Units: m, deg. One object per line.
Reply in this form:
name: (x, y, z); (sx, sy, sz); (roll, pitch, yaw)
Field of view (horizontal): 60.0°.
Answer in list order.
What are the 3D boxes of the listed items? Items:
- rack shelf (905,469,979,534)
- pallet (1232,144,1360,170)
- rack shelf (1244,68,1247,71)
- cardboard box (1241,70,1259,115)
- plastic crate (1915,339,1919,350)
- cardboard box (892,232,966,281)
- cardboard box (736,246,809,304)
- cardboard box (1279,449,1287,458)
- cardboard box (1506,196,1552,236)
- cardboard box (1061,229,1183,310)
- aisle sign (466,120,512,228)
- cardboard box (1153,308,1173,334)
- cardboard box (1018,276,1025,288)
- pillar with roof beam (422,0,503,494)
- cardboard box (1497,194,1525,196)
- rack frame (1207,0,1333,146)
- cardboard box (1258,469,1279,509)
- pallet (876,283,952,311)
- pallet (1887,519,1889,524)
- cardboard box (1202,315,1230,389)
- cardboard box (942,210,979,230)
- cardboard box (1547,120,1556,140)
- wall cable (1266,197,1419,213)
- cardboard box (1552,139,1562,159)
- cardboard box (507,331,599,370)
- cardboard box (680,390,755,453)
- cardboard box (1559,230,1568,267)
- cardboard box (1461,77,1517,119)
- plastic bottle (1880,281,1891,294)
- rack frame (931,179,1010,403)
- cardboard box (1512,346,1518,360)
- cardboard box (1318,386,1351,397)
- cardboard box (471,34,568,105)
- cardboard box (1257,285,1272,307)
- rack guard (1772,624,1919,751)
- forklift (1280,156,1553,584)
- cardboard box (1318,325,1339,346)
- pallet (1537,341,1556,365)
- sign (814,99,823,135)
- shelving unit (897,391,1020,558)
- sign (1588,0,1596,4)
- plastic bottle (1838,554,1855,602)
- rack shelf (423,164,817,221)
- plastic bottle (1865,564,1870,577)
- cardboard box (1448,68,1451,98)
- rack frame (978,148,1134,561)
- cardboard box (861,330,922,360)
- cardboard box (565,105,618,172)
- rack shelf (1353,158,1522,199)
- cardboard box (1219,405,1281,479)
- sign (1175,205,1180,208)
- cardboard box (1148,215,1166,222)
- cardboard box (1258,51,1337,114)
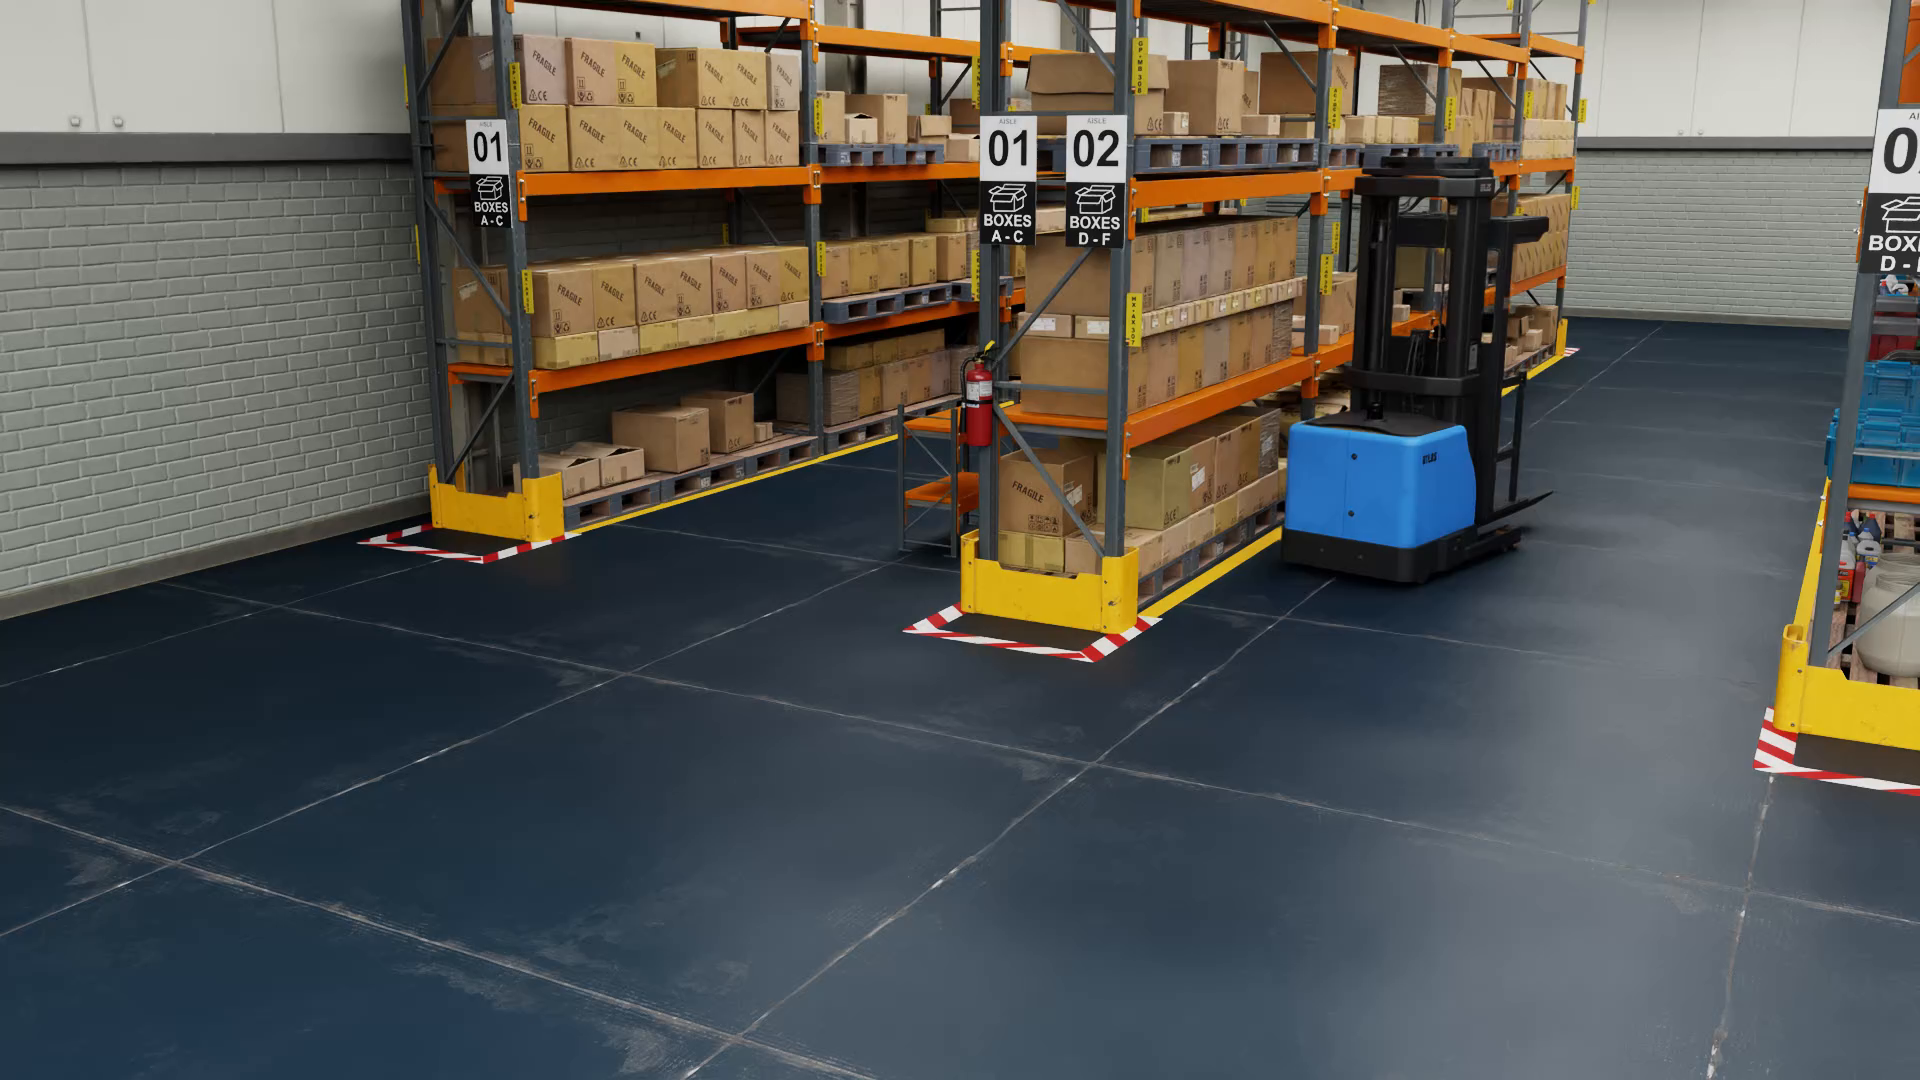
rack shelf: (0.003, -0.311, 12.965); (0.538, 0.278, 1.000); (7, 15, 28)
pallet: (2.937, -3.329, 14.451); (0.805, 0.209, 1.217); (7, 15, 26)
rack shelf: (3.018, -6.766, 24.287); (1.077, 0.370, 4.000); (7, 15, 28)
cardboard box: (2.048, -3.487, 13.290); (0.500, 0.500, 0.500); (9, 16, 33)
plastic crate: (7.451, -1.506, 13.332); (0.450, 0.188, 0.662); (7, 15, 28)
cardboard box: (-0.347, -3.210, 18.796); (0.700, 0.500, 0.500); (6, 15, 23)
cardboard box: (-1.774, -2.512, 15.728); (0.500, 0.500, 0.500); (7, 15, 28)
cardboard box: (2.934, -0.704, 14.524); (0.500, 0.250, 0.500); (7, 15, 27)
cardboard box: (7.610, -4.340, 22.288); (0.500, 0.500, 0.500); (8, 16, 30)
cardboard box: (1.100, -1.854, 11.342); (0.700, 0.500, 0.500); (7, 15, 27)
aisle sign: (-3.522, -2.737, 12.438); (0.394, 0.787, 0.004); (7, 15, 28)
cardboard box: (1.214, -1.487, 11.202); (0.380, 0.149, 0.250); (7, 15, 28)
cardboard box: (0.609, -3.142, 20.161); (0.380, 0.149, 0.250); (8, 16, 29)
pillar with roof beam: (-0.400, -4.192, 11.221); (9.100, 9.000, 0.400); (7, 15, 28)
cardboard box: (7.632, -4.609, 23.405); (0.500, 0.500, 0.500); (8, 15, 29)
rack frame: (2.522, -4.698, 13.321); (1.000, 3.000, 0.127); (7, 15, 28)
cardboard box: (2.239, -0.428, 13.379); (0.500, 0.250, 0.500); (7, 15, 28)
pallet: (-0.804, -2.659, 18.071); (1.003, 0.211, 1.213); (7, 15, 28)
pallet: (7.791, -0.281, 13.748); (1.003, 0.211, 1.213); (7, 15, 28)
cardboard box: (1.571, -1.422, 12.318); (0.700, 0.500, 0.500); (8, 16, 30)
cardboard box: (0.110, -3.853, 20.124); (0.500, 0.250, 0.500); (8, 16, 30)
cardboard box: (7.575, -5.430, 22.008); (0.500, 0.250, 0.500); (7, 15, 28)
wall cable: (7.032, -7.331, 30.867); (3.097, 2.526, 0.112); (7, 15, 28)
cardboard box: (7.824, -5.288, 22.489); (0.500, 0.250, 0.500); (7, 15, 28)
cardboard box: (-3.236, -1.523, 13.226); (0.500, 0.250, 0.500); (7, 15, 26)
cardboard box: (-2.283, -1.123, 15.688); (0.500, 0.500, 0.500); (6, 15, 24)
cardboard box: (8.345, -4.170, 23.715); (0.500, 0.500, 0.500); (8, 16, 30)
cardboard box: (6.591, -5.520, 20.783); (0.700, 0.500, 0.500); (7, 15, 28)
plastic bottle: (9.432, -2.475, 17.007); (0.144, 0.351, 0.185); (7, 15, 28)
rack frame: (0.117, -3.163, 19.753); (1.000, 3.000, 0.127); (7, 15, 28)
cardboard box: (7.191, -2.500, 22.109); (0.380, 0.166, 0.250); (7, 15, 28)
cardboard box: (3.682, -1.294, 15.775); (0.500, 0.311, 0.500); (8, 16, 30)
cardboard box: (-3.351, -3.576, 12.676); (0.500, 0.500, 0.500); (6, 15, 24)
cardboard box: (2.206, -1.907, 12.947); (0.380, 0.149, 0.250); (7, 15, 28)
rack guard: (4.918, 0.795, 8.669); (1.175, 0.500, 0.348); (7, 15, 28)
forklift: (3.680, -1.401, 12.590); (1.130, 2.935, 3.031); (11, 18, 39)
cardboard box: (3.129, -1.818, 14.711); (0.380, 0.149, 0.250); (7, 15, 28)
pallet: (7.902, -2.709, 23.819); (1.003, 0.211, 1.213); (7, 15, 28)
sign: (-1.338, -3.992, 15.688); (0.100, 0.325, 0.005); (7, 15, 28)
shelving unit: (0.003, -0.548, 12.907); (0.538, 1.125, 1.048); (7, 15, 28)
sign: (8.799, -7.624, 23.127); (0.100, 0.325, 0.005); (7, 15, 28)
plastic bottle: (5.572, 0.236, 10.527); (0.152, 0.276, 0.135); (8, 15, 28)
rack shelf: (-2.783, -3.040, 14.379); (1.077, 0.370, 4.000); (7, 15, 28)
plastic bottle: (5.758, 0.254, 10.611); (0.097, 0.201, 0.097); (0, 14, 0)
cardboard box: (4.919, -4.789, 17.750); (0.500, 0.500, 0.500); (7, 15, 28)
rack frame: (0.588, -0.961, 10.620); (1.000, 3.000, 0.127); (7, 15, 28)
cardboard box: (-0.760, -2.157, 18.373); (0.500, 0.250, 0.500); (7, 15, 28)
cardboard box: (-3.079, -3.185, 13.186); (0.500, 0.500, 0.500); (9, 16, 32)
rack shelf: (5.422, -4.121, 18.863); (1.077, 0.370, 4.000); (7, 15, 28)
cardboard box: (2.237, -0.793, 13.292); (0.500, 0.500, 0.500); (7, 15, 28)
sign: (3.502, -5.328, 26.716); (0.100, 0.325, 0.005); (7, 15, 28)
cardboard box: (2.328, -4.239, 23.576); (0.980, 0.700, 0.700); (8, 16, 29)
cardboard box: (2.855, -3.858, 14.059); (0.500, 0.500, 0.500); (8, 15, 29)
